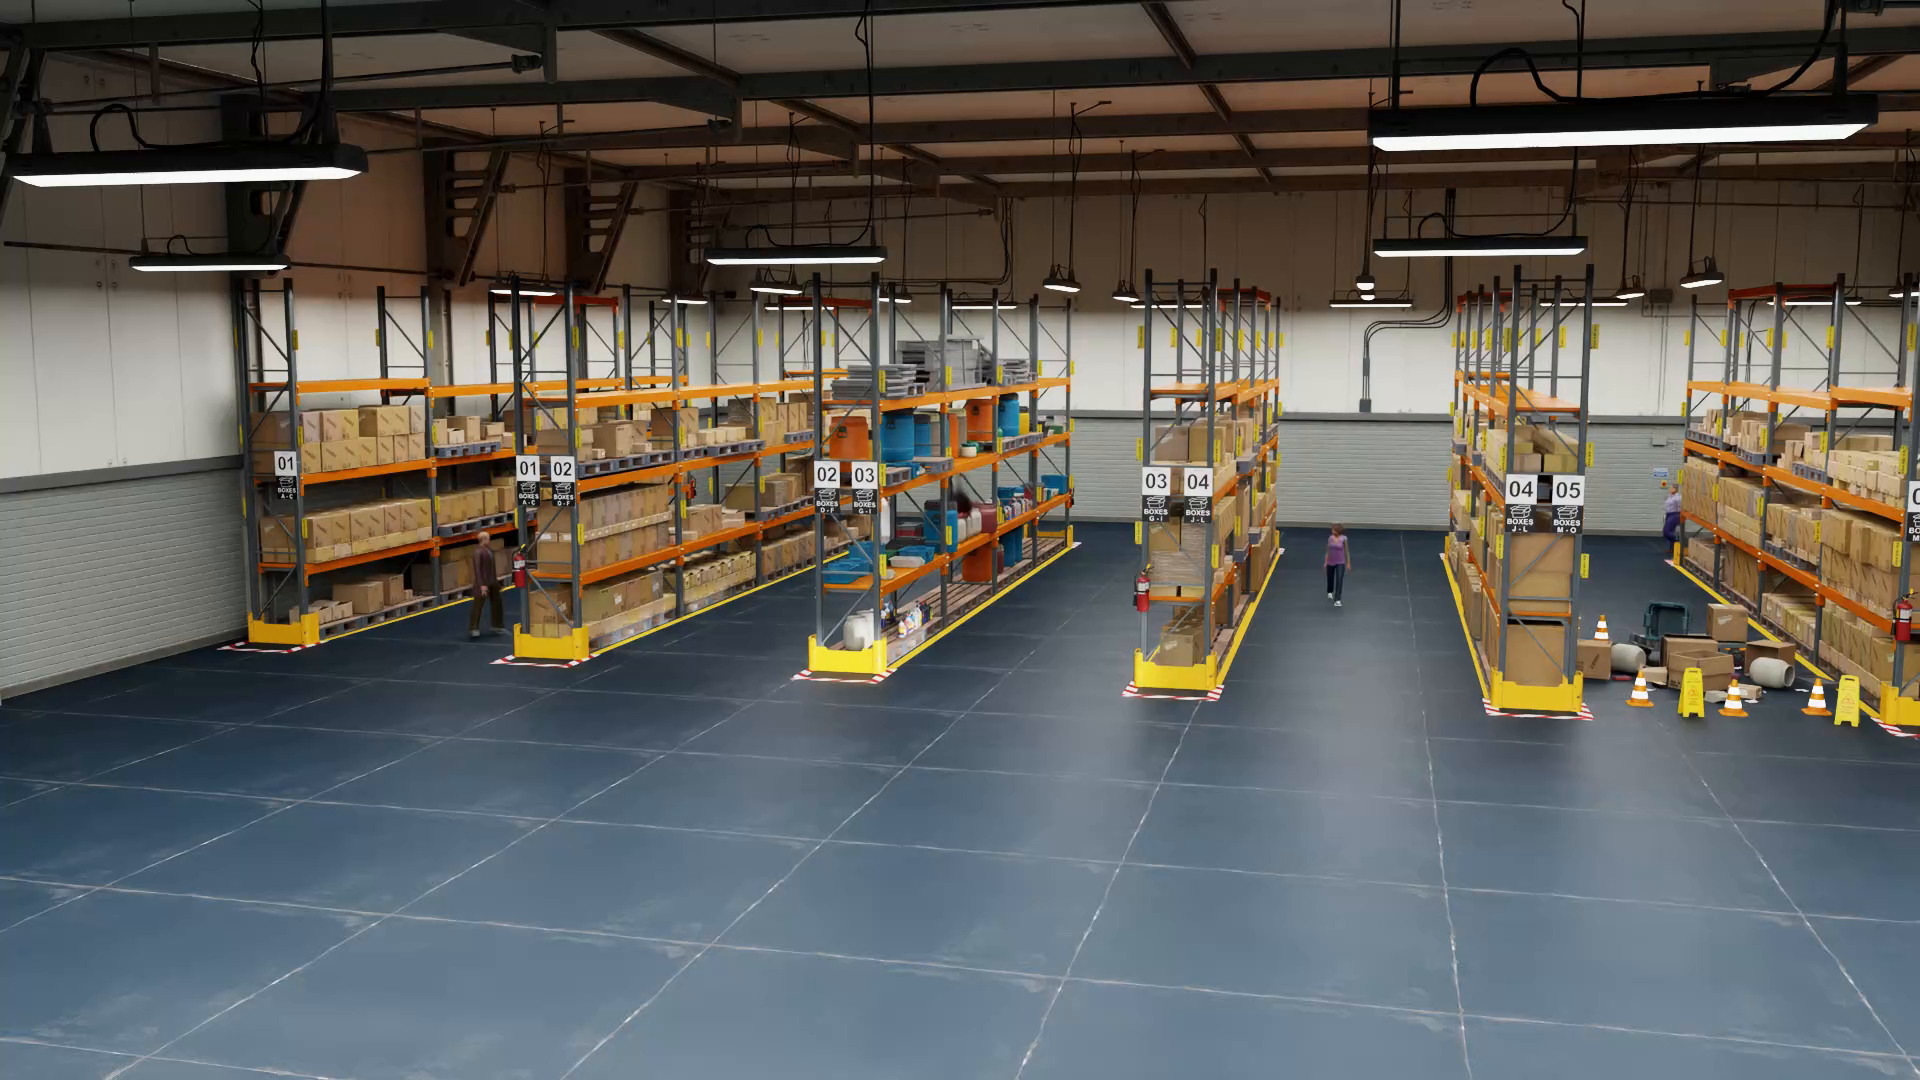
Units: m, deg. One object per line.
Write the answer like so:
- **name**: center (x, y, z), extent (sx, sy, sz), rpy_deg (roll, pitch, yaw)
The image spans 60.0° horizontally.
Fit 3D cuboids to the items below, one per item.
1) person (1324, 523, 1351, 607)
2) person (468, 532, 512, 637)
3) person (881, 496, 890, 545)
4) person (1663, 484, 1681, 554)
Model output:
- **person**: center (7.150, 0.450, 31.538), extent (0.508, 1.548, 0.823), rpy_deg (1, 7, 8)
- **person**: center (-8.044, 0.760, 28.230), extent (0.538, 1.832, 0.687), rpy_deg (3, 7, 21)
- **person**: center (-1.589, -0.283, 36.800), extent (0.574, 1.806, 0.629), rpy_deg (4, 8, 29)
- **person**: center (16.691, -0.490, 38.994), extent (0.451, 1.640, 0.459), rpy_deg (1, 7, 8)
